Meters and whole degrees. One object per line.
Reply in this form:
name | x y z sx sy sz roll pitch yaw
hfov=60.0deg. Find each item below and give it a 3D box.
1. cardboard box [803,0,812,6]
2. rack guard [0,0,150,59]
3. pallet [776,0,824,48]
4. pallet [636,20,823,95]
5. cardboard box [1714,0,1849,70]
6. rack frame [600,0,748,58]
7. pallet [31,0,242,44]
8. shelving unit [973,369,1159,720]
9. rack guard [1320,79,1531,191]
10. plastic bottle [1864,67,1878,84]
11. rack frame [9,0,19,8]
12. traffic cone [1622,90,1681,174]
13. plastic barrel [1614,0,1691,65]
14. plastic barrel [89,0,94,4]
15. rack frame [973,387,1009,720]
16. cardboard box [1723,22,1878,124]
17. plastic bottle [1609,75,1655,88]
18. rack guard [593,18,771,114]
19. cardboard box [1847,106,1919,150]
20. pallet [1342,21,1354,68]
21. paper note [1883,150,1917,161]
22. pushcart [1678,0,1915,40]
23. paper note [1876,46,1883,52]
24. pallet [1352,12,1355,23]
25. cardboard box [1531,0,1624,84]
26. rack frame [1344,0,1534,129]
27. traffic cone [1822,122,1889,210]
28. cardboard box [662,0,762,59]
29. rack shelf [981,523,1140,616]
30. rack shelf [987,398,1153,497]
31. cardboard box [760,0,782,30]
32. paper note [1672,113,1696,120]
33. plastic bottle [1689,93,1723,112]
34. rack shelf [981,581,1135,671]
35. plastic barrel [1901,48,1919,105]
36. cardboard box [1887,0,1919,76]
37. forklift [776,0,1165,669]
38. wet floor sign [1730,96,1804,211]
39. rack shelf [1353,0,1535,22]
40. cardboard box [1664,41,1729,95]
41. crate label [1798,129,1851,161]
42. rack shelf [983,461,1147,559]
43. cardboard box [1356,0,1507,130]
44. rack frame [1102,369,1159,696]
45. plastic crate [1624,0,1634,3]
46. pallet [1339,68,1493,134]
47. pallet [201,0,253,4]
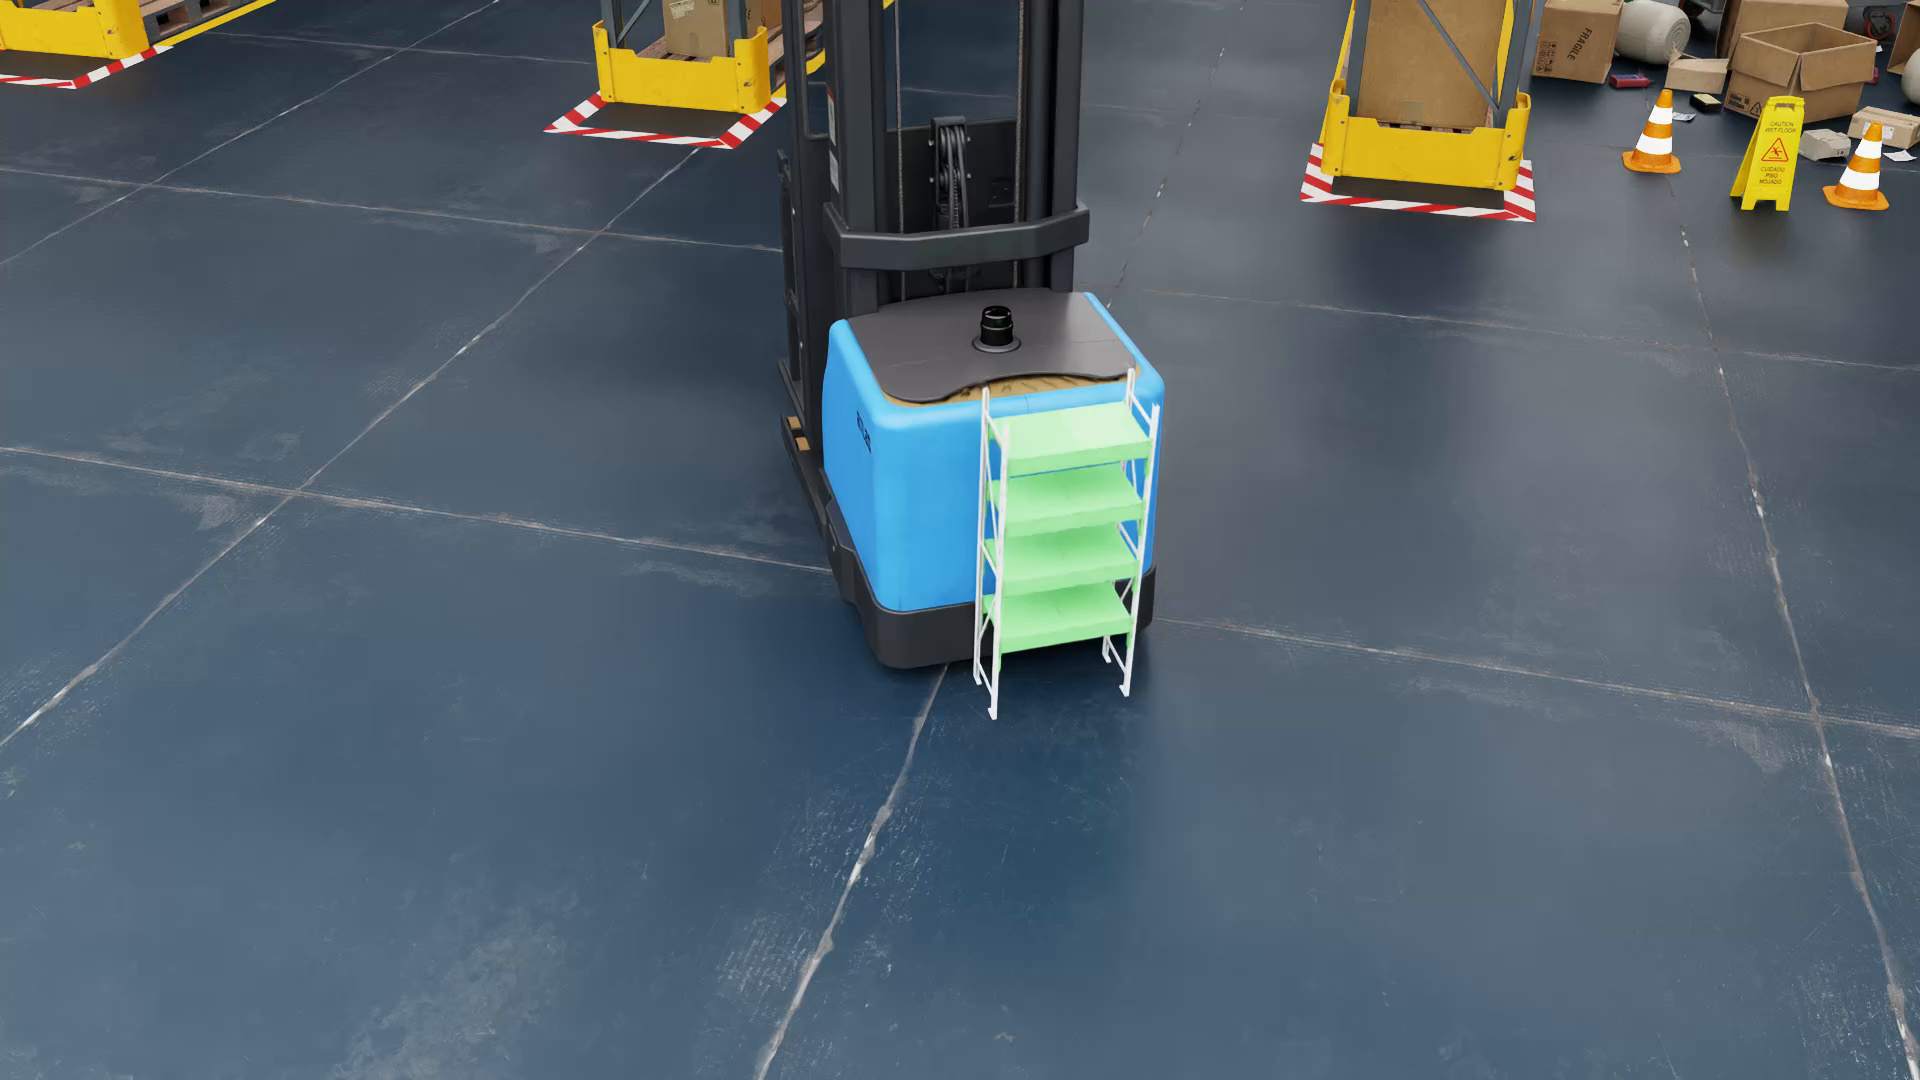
cardboard box | -1.454 -4.366 12.761 0.500 0.500 0.500 11 34 17
rack guard | -6.741 -3.950 12.498 1.175 0.500 0.348 8 33 12
pallet | -1.353 -4.195 13.153 1.003 0.211 1.213 8 33 12
pallet | -1.664 -3.564 12.160 1.003 0.211 1.213 8 33 12
cardboard box | 5.888 -3.682 11.946 0.797 0.637 0.503 8 33 12
rack frame | -1.924 -4.285 10.694 1.000 3.000 0.127 8 33 12
pallet | -6.530 -4.249 13.237 1.003 0.211 1.213 8 33 12
shelving unit | 0.334 0.036 5.559 0.503 1.200 0.258 -9 38 -13
rack guard | 2.842 -2.490 10.200 1.175 0.500 0.348 8 33 12
plastic bottle | 6.535 -3.357 11.974 0.133 0.061 0.283 14 35 21
rack frame | -6.715 -4.959 11.755 1.000 3.000 0.127 8 33 12
traffic cone | 4.356 -2.569 10.359 0.336 0.463 0.334 8 33 12
plastic barrel | 5.059 -3.748 12.251 0.421 0.421 0.512 -21 38 -29
plastic barrel | -6.622 -4.438 12.863 0.421 0.512 0.421 0 32 0
rack frame | 0.099 0.071 5.503 0.015 1.200 0.240 -9 38 -13
cardboard box | 5.658 -3.138 11.218 0.797 0.503 0.637 -14 35 -21
plastic bottle | 4.783 -3.265 11.828 0.283 0.061 0.133 -3 33 -4
rack guard | -1.905 -3.269 11.427 1.175 0.500 0.348 8 33 12
cardboard box | 6.040 -2.687 10.839 0.380 0.149 0.250 28 42 36
pallet | 3.287 -3.437 11.960 1.003 0.211 1.213 8 33 12
paper note | 5.976 -2.444 10.566 0.148 0.019 0.142 -3 33 -4
pushcart | 6.459 -4.189 12.988 1.648 0.377 0.936 -3 33 -4
paper note | 6.892 -3.716 12.566 0.148 0.019 0.142 8 33 12
pallet | 3.594 -4.072 12.959 1.003 0.211 1.213 8 33 12
cardboard box | 4.462 -3.634 11.998 0.500 0.500 0.500 14 35 21
rack frame | 2.848 -3.557 9.549 1.000 3.000 0.127 8 33 12
traffic cone | 5.363 -2.239 9.840 0.336 0.463 0.334 8 33 12
cardboard box | -1.749 -3.729 11.758 0.500 0.500 0.500 14 35 21
rack shelf | 0.333 0.087 5.597 0.480 0.148 0.258 -9 38 -13
rack shelf | 0.342 -0.298 5.311 0.480 0.148 0.258 -9 38 -13
cardboard box | -1.631 -4.044 12.254 0.500 0.500 0.500 17 36 25
paper note | 4.877 -2.864 11.229 0.144 0.017 0.142 20 38 29
plastic bottle | 5.114 -3.015 11.436 0.133 0.061 0.283 -3 33 -4
rack shelf | 0.328 0.280 5.740 0.480 0.148 0.258 -9 38 -13
plastic barrel | 6.721 -3.126 11.273 0.421 0.421 0.512 -21 38 -29
cardboard box | 7.089 -3.587 11.924 0.500 0.500 0.500 -21 38 -29
forklift | -0.163 -1.563 6.477 1.130 2.935 3.031 -8 33 -13
wet floor sign | 4.756 -2.279 9.733 0.267 0.644 0.232 3 33 4
rack shelf | 3.355 -4.291 11.375 1.077 0.370 4.000 8 33 12
cardboard box | 5.208 -3.336 11.751 0.396 0.266 0.258 14 35 21
crate label | 5.502 -2.517 10.582 0.250 0.136 0.298 -8 33 -13
rack shelf | 0.338 -0.106 5.454 0.480 0.148 0.258 -9 38 -13
cardboard box | 2.956 -3.199 10.574 0.875 0.875 0.875 8 33 13
rack frame | 0.569 0.000 5.614 0.015 1.200 0.240 -9 38 -13
plastic crate | 5.086 -4.202 13.131 0.662 0.188 0.450 -28 32 -37
pallet | 2.975 -2.806 10.967 1.003 0.211 1.213 8 33 12
pallet | -6.218 -4.880 14.230 1.003 0.211 1.213 8 33 12
